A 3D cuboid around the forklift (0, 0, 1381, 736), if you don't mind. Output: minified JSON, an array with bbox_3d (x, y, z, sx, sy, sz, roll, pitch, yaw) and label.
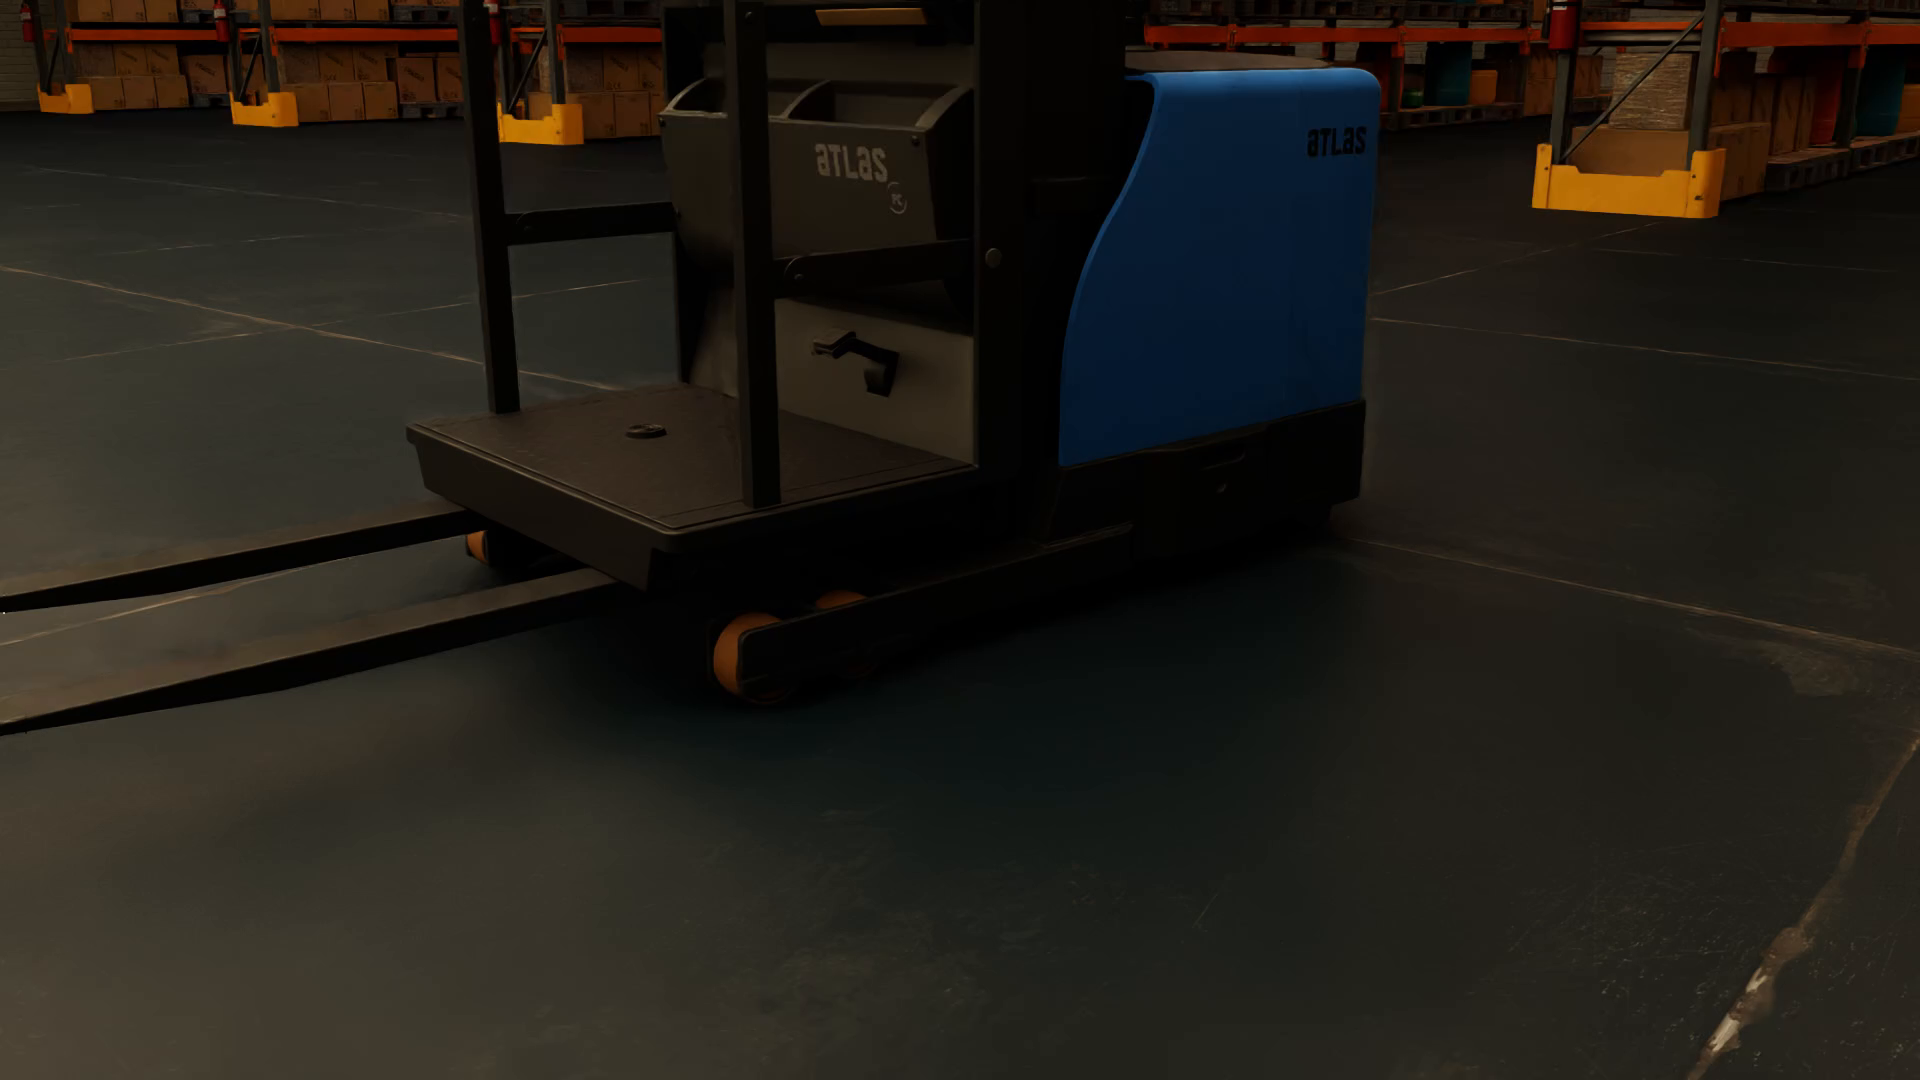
[{"bbox_3d":[-0.468,-1.278,3.105,3.031,2.935,1.130,-14,22,-39],"label":"forklift"}]
